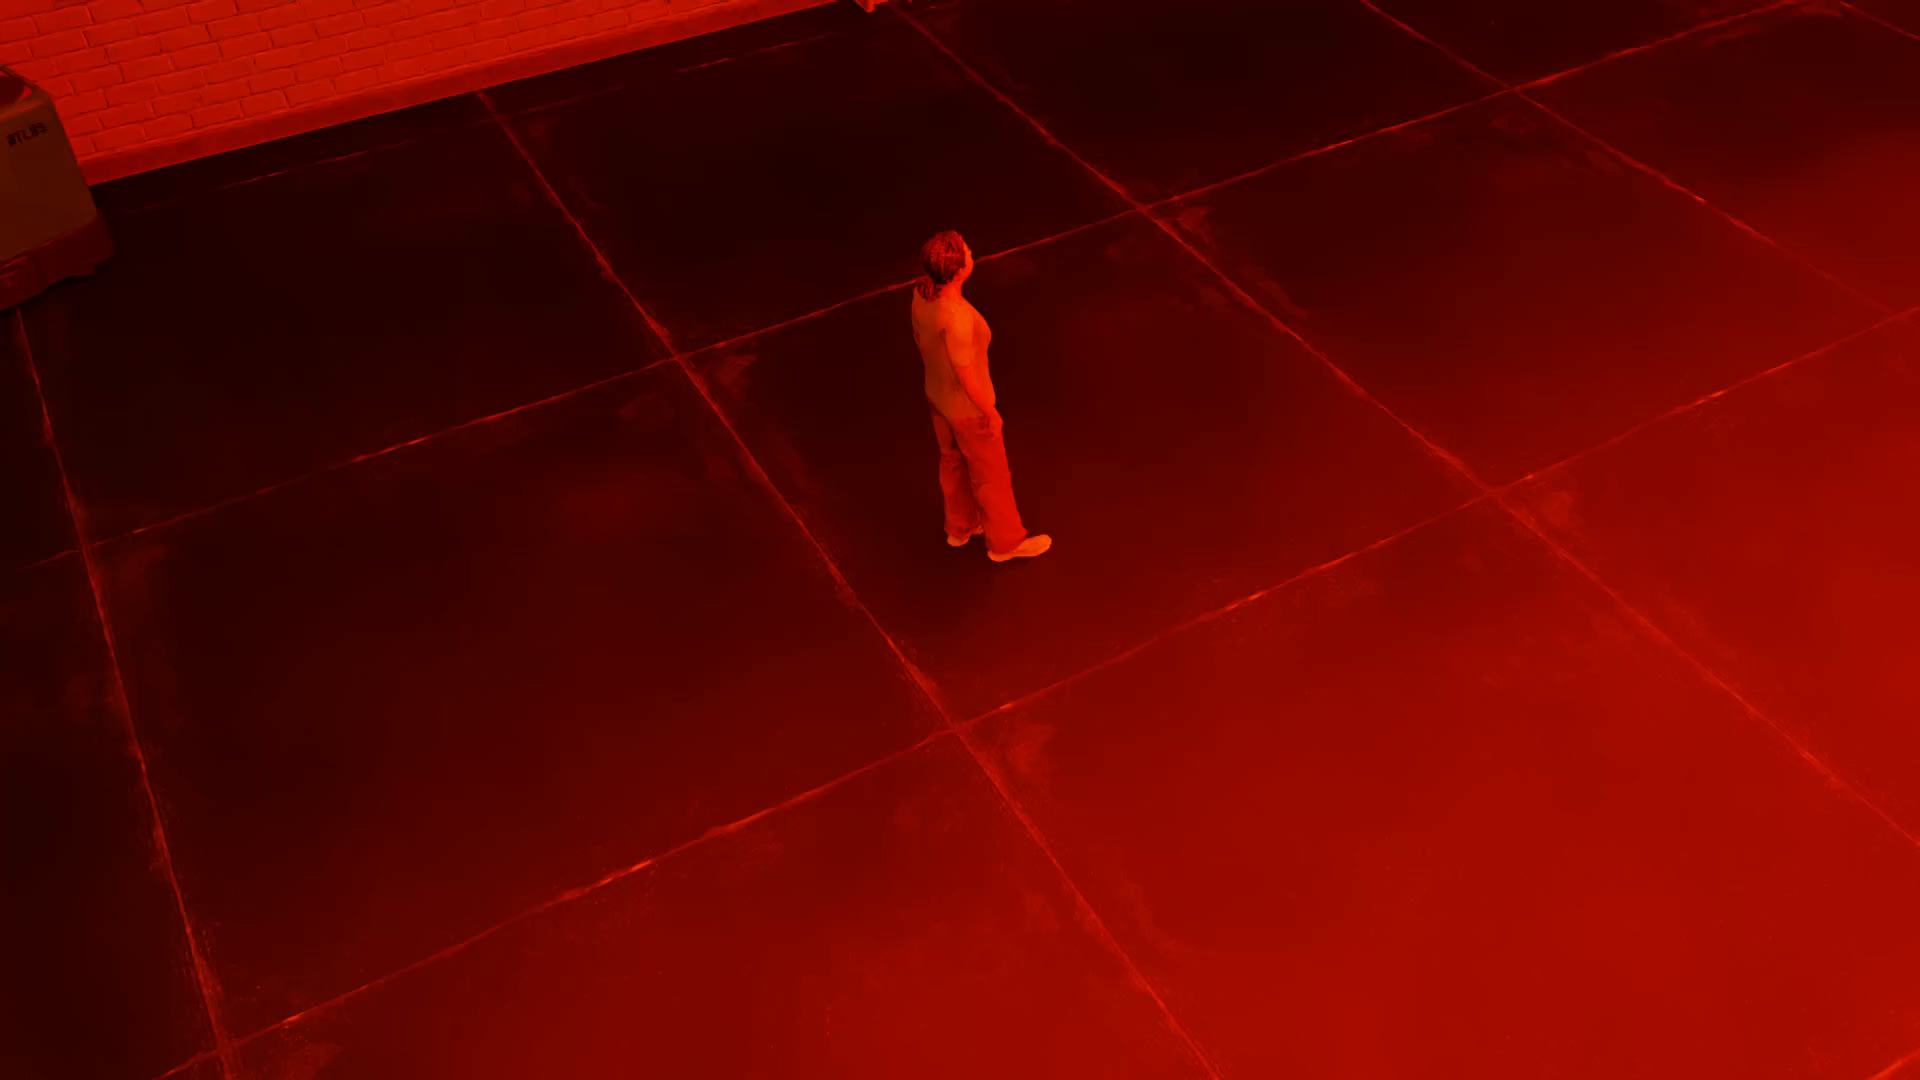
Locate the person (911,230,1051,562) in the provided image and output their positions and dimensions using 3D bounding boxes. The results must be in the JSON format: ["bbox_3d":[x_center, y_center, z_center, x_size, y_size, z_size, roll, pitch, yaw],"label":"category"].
[{"bbox_3d":[0.070,-0.638,7.299,0.548,1.674,0.554,-21,47,-21],"label":"person"}]

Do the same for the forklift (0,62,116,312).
[{"bbox_3d":[-6.173,-2.116,7.979,1.130,2.935,3.031,30,50,28],"label":"forklift"}]
